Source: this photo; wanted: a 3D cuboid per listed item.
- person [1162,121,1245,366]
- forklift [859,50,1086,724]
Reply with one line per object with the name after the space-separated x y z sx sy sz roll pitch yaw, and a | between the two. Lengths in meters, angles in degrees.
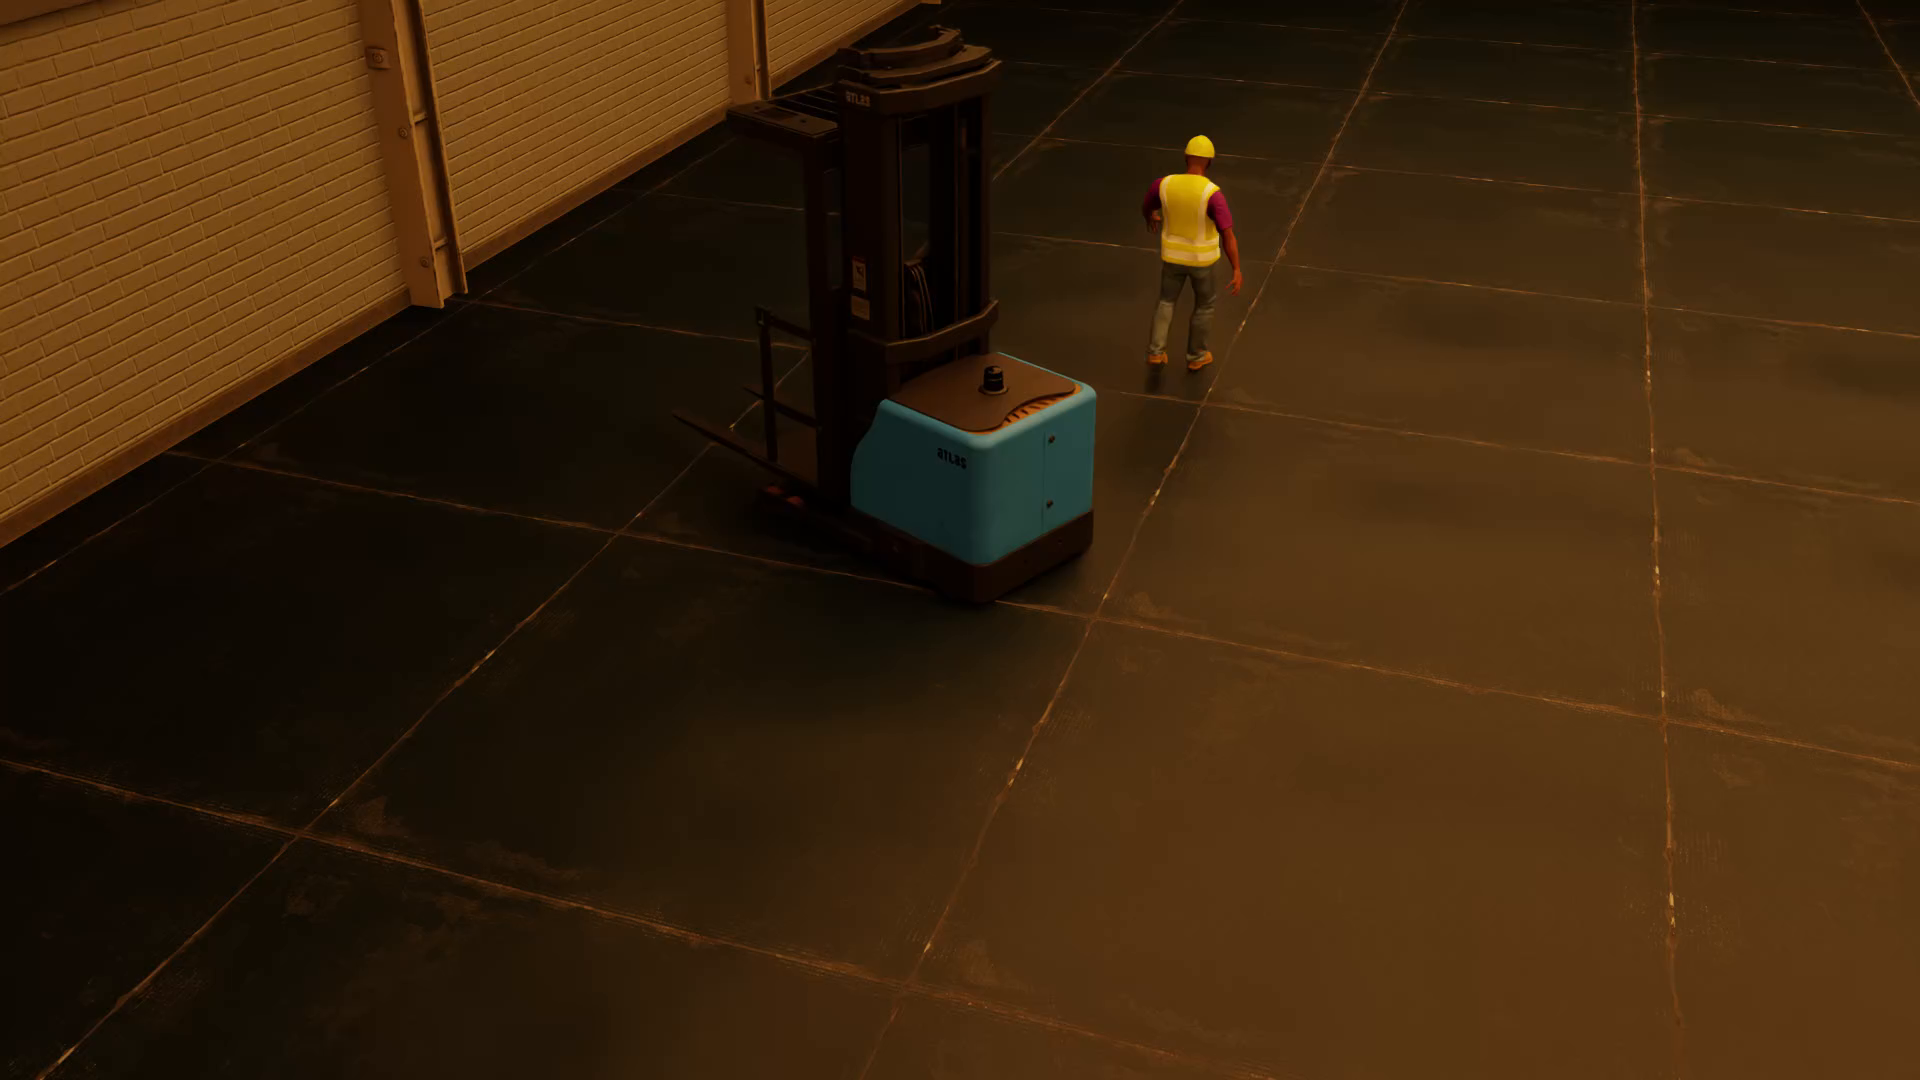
1.777 -2.157 12.108 0.630 1.759 0.460 16 34 26 | person
0.037 -0.948 8.799 1.130 2.935 3.031 -2 30 -3 | forklift
